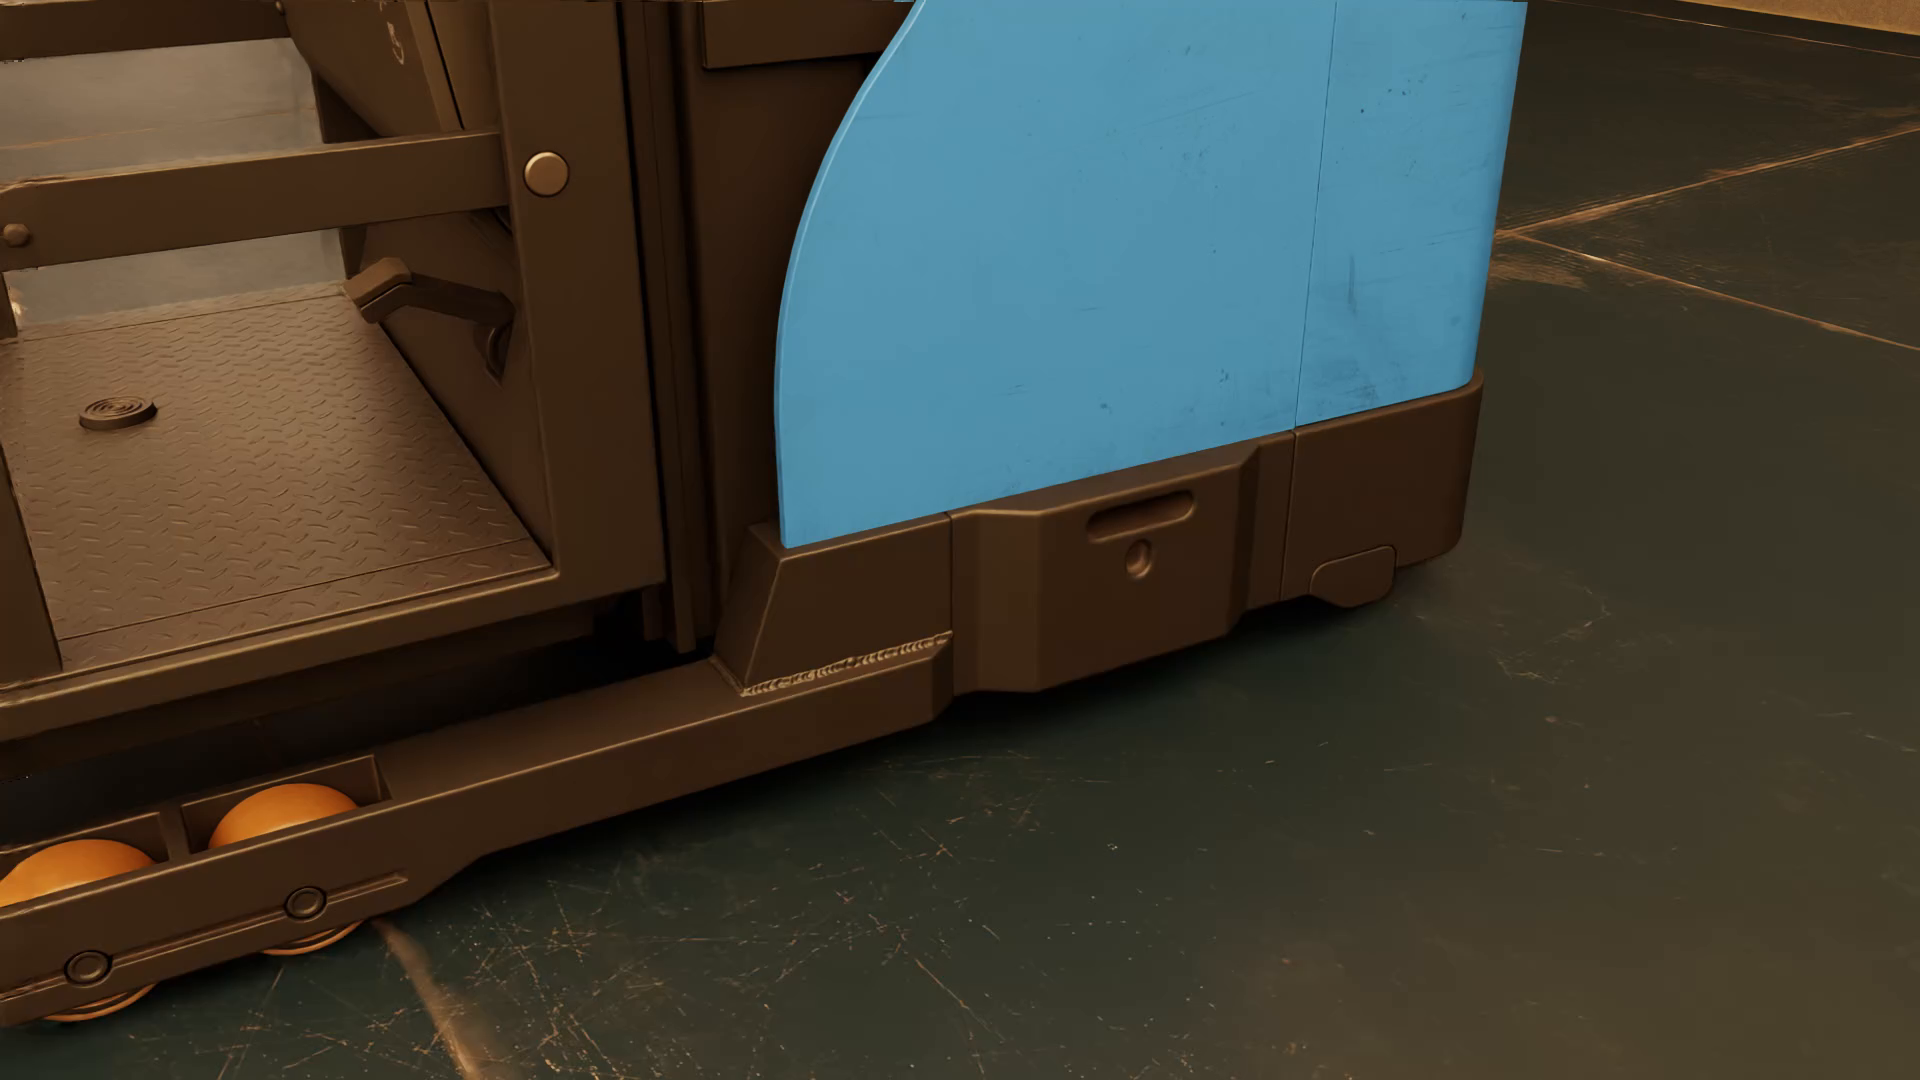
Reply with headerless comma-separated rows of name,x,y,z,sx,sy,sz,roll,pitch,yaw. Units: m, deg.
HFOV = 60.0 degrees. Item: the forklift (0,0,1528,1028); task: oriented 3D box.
forklift,-0.830,-1.124,1.471,3.031,2.935,1.130,-14,30,-26
